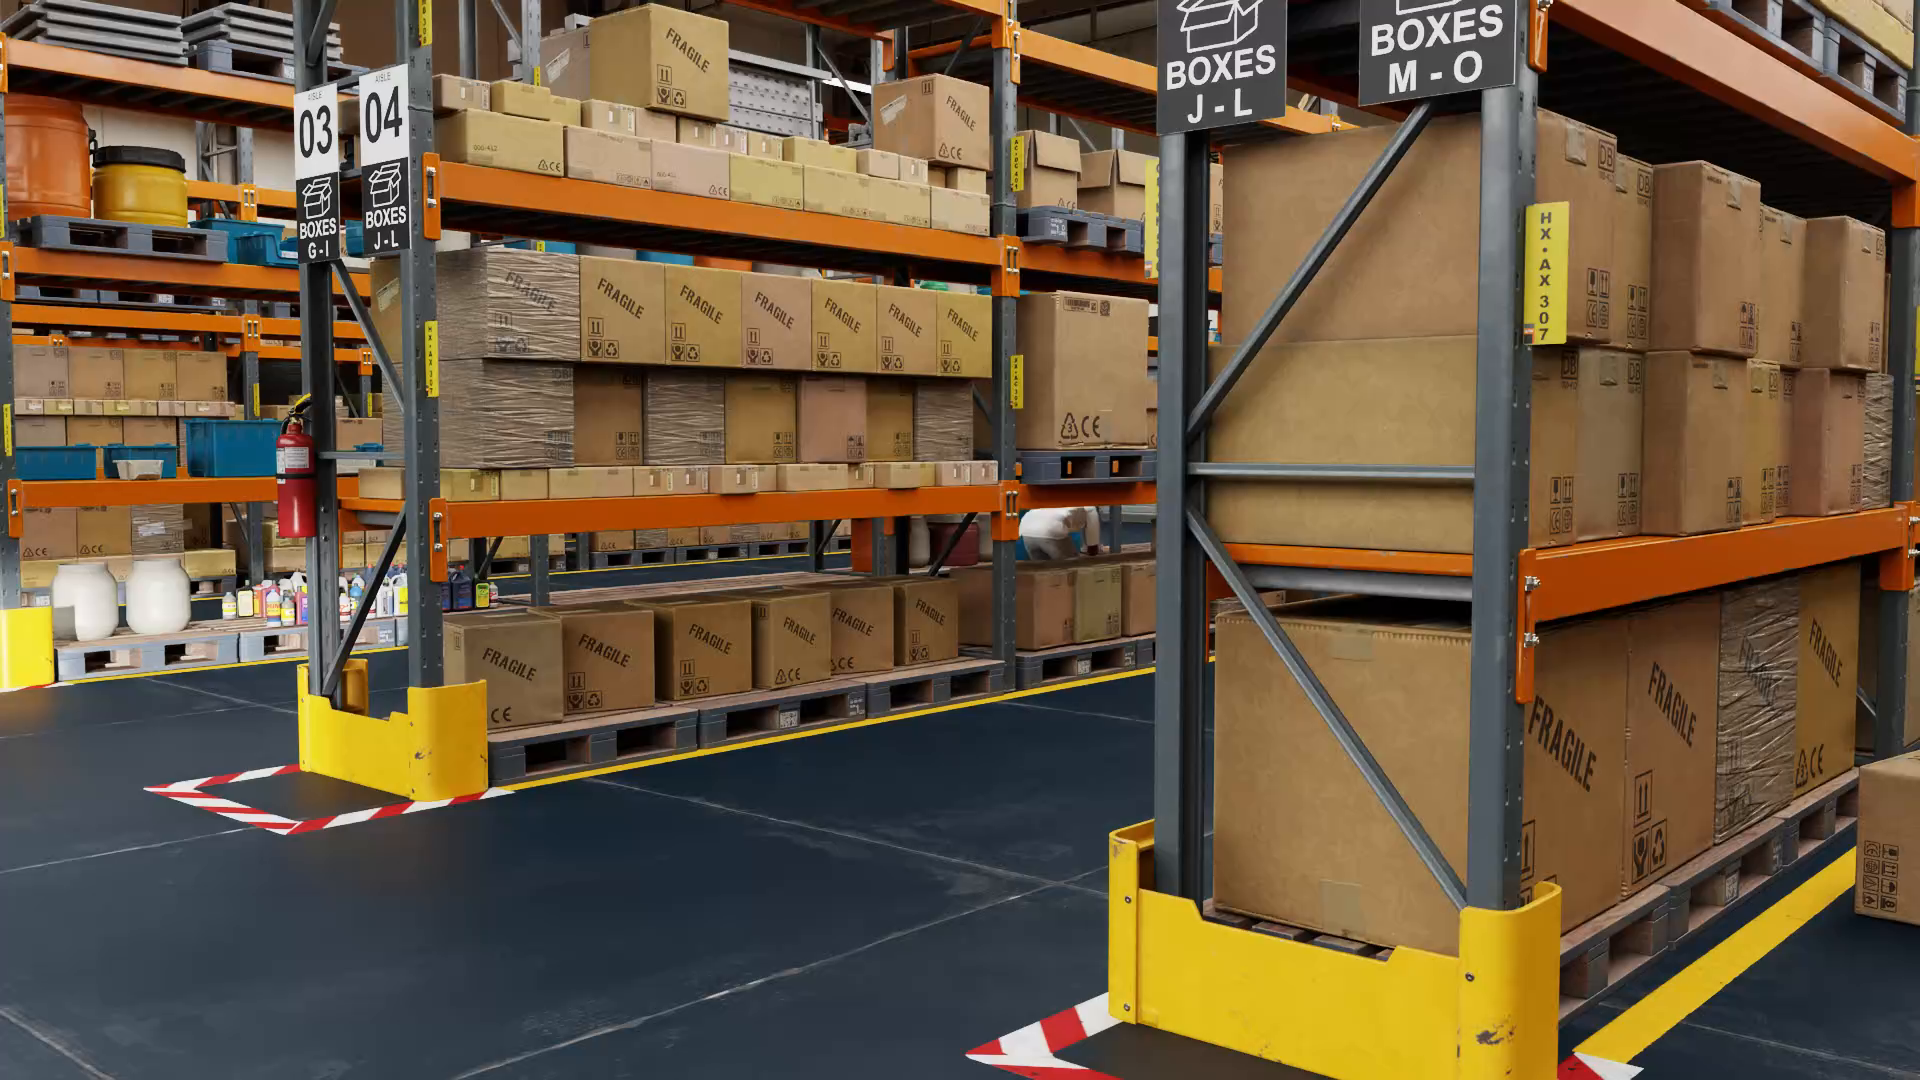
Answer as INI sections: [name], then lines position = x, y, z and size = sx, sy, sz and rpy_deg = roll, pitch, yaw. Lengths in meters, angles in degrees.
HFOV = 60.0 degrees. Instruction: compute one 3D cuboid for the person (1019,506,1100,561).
[person]
position = 0.865, 0.152, 13.758
size = 0.501, 1.187, 0.954
rpy_deg = 3, 5, 38
